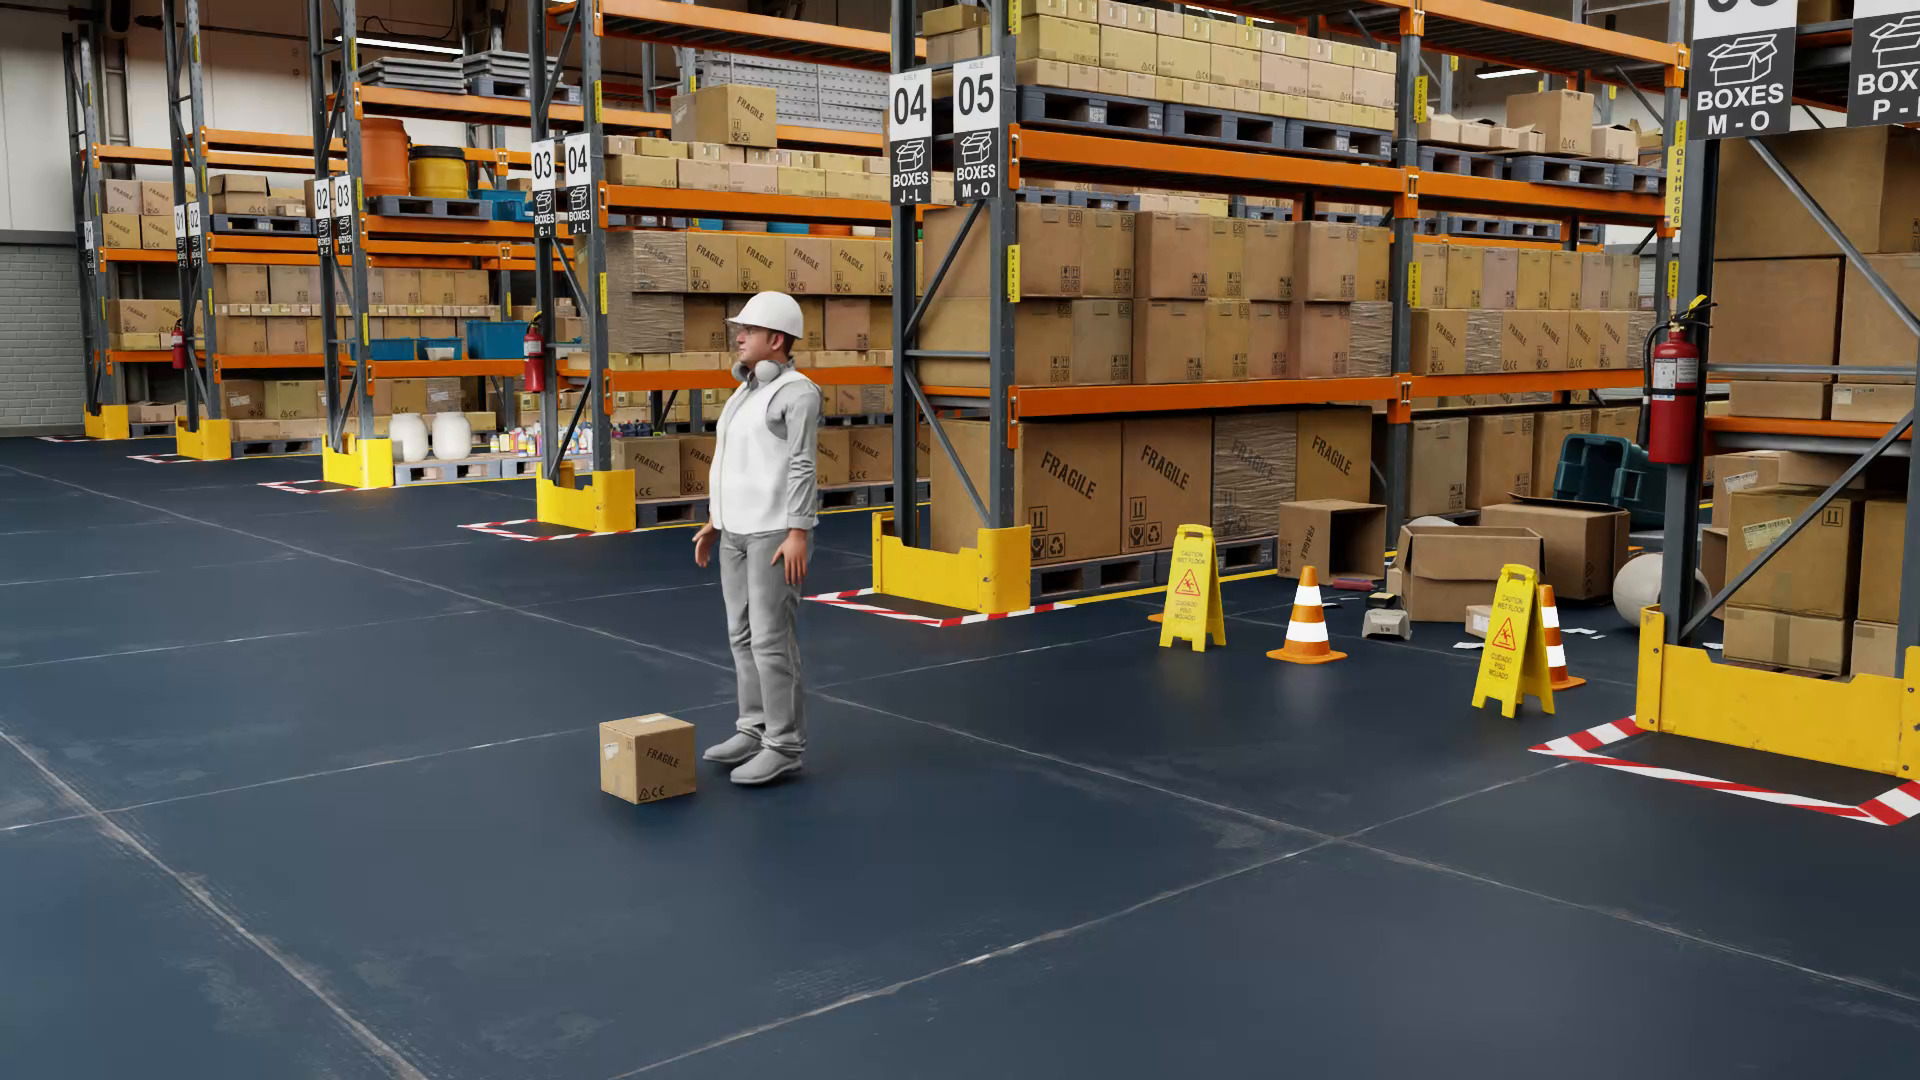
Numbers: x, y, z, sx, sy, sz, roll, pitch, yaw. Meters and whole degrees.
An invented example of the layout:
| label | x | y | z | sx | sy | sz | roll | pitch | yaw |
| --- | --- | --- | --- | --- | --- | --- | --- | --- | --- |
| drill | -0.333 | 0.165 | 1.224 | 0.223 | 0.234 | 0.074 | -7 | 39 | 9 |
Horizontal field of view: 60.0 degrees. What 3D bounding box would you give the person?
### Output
| label | x | y | z | sx | sy | sz | roll | pitch | yaw |
| --- | --- | --- | --- | --- | --- | --- | --- | --- | --- |
| person | -0.766 | -0.026 | 6.214 | 0.427 | 1.788 | 0.553 | -5 | 9 | -36 |
